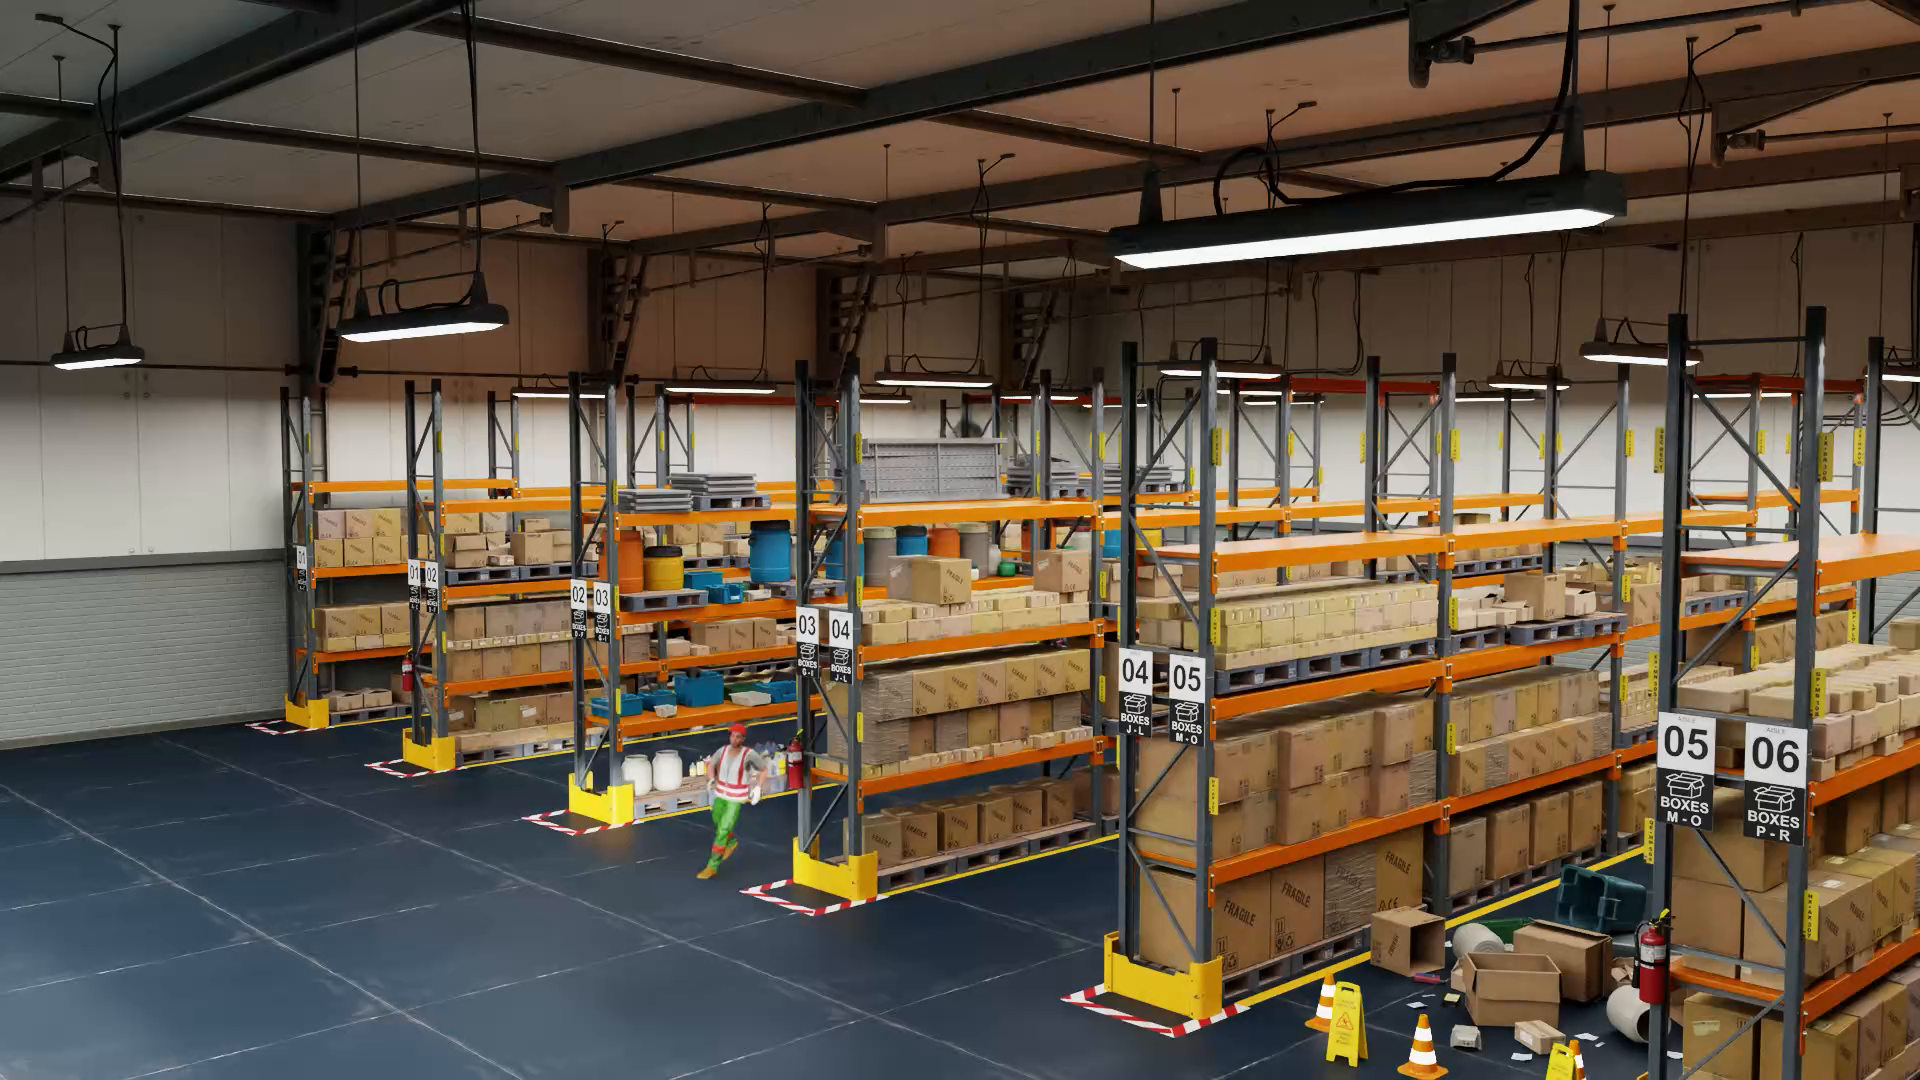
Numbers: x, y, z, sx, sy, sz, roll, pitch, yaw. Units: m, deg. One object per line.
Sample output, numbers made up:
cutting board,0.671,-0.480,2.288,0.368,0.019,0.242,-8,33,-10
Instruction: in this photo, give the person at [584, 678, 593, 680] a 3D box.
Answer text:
person,-6.764,2.473,30.141,0.534,1.558,0.553,-4,5,-44

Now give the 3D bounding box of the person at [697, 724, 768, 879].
person,-2.674,3.022,19.491,0.716,1.751,0.986,2,4,23
